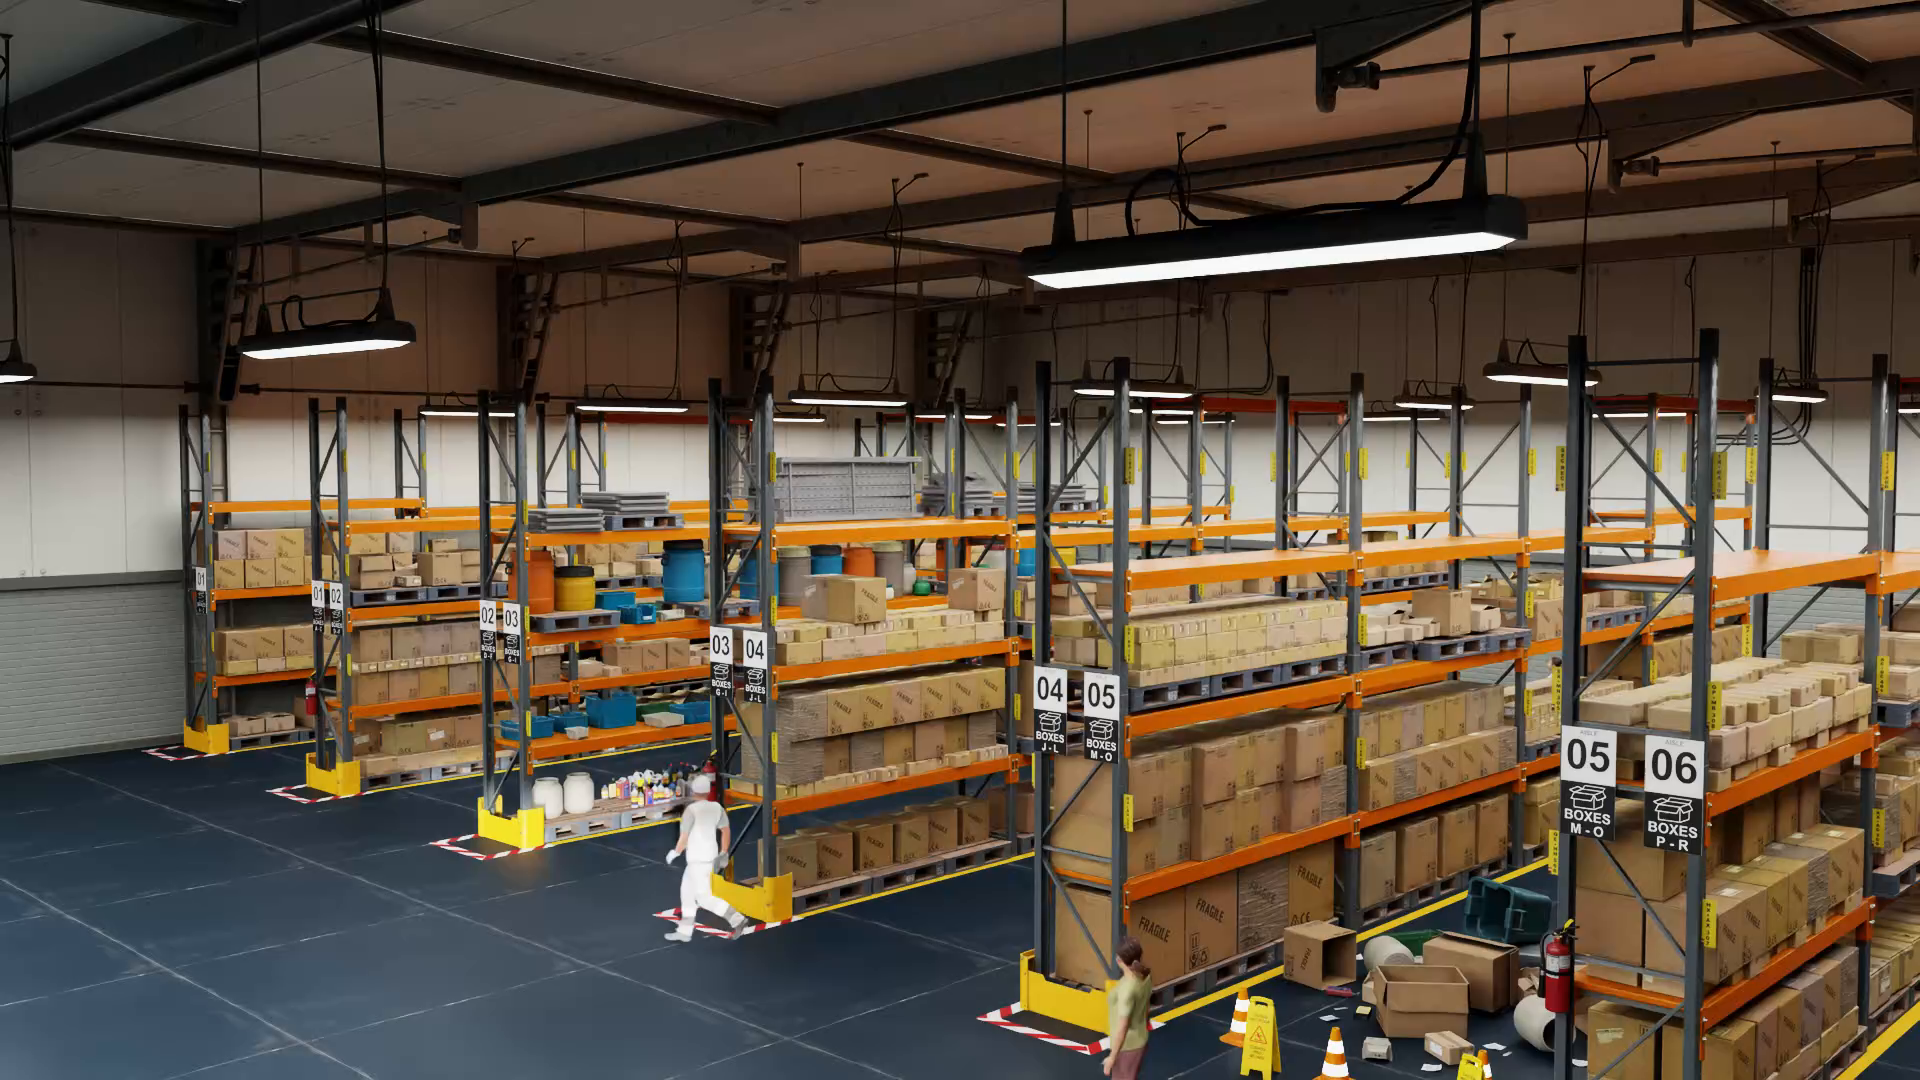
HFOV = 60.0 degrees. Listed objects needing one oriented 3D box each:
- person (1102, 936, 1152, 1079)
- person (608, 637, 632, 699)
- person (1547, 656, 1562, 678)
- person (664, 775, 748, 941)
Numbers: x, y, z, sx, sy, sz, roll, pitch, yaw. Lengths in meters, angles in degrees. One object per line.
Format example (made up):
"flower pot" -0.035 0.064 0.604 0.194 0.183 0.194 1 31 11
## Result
"person" 1.207 3.698 12.065 0.407 1.710 0.579 1 3 17
"person" -6.473 2.716 31.606 0.546 1.753 0.401 -3 4 -41
"person" 10.205 2.816 28.753 0.518 1.615 0.999 -2 4 -36
"person" -2.670 3.344 17.392 0.927 1.763 0.530 0 3 3
